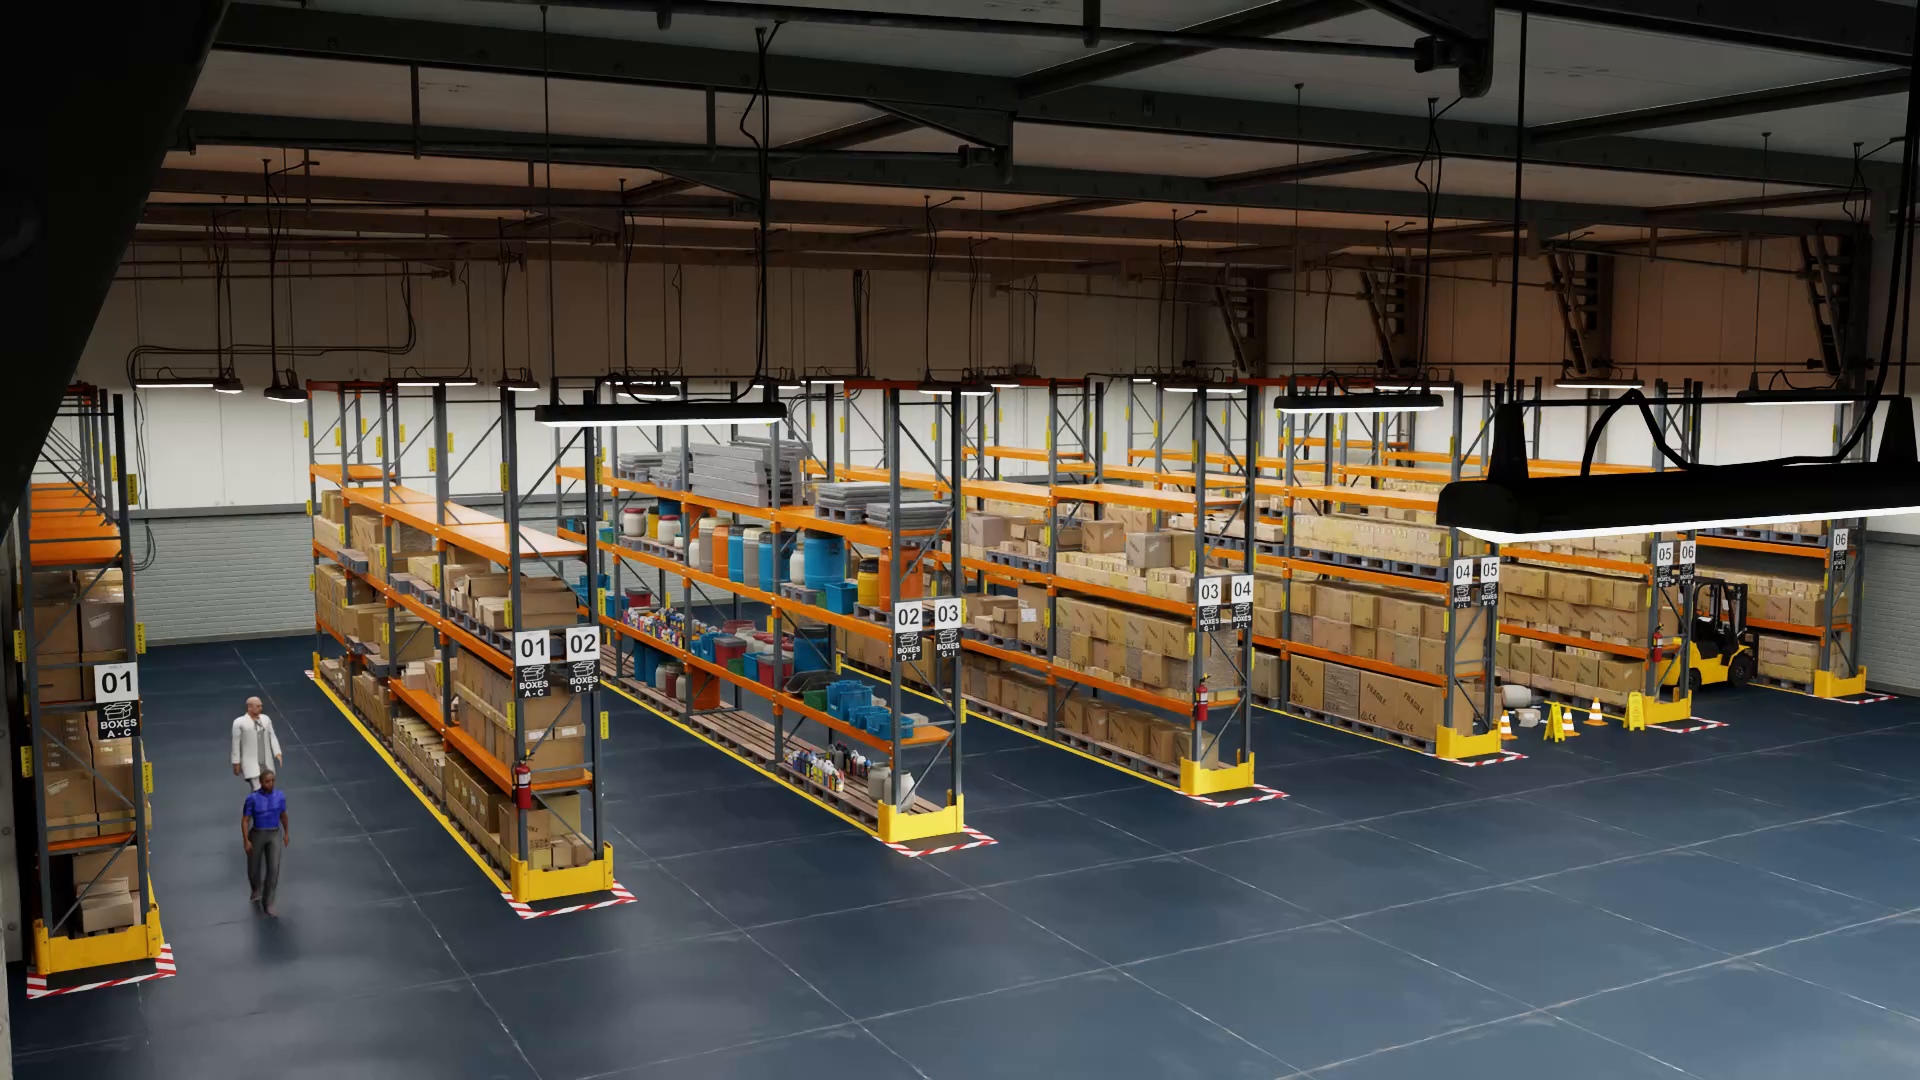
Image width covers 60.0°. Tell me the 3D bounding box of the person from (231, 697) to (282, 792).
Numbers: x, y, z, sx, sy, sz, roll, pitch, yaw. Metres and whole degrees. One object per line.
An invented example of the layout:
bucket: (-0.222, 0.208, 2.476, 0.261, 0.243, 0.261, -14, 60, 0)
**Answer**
person: (-9.513, 3.056, 22.671, 0.720, 1.805, 0.612, 4, 7, 34)

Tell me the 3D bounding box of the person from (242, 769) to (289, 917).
person: (-8.064, 3.482, 19.336, 0.538, 1.650, 0.785, -4, 7, -33)
